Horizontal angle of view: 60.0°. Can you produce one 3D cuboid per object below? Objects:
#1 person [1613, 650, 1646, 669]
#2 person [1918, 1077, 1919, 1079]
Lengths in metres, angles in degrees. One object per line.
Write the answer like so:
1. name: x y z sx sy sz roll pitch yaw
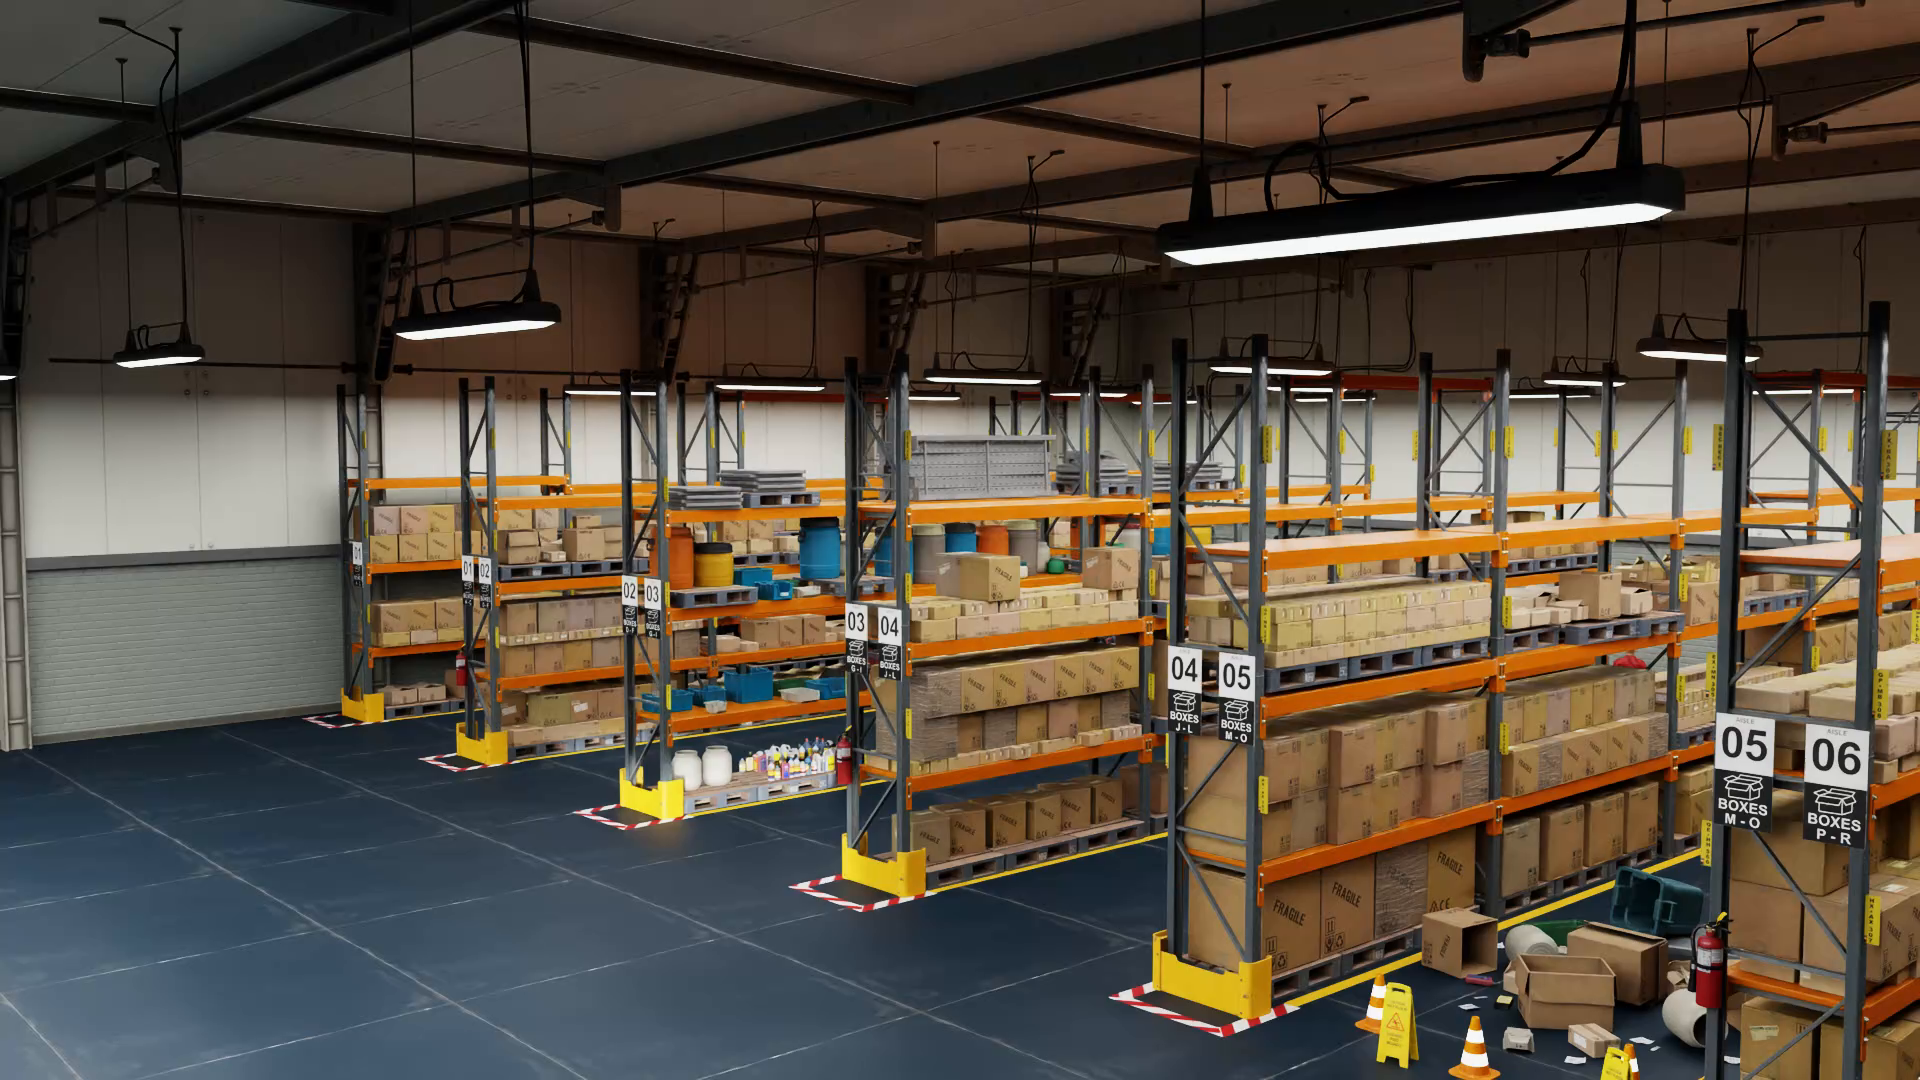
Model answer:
1. person: 10.853 2.544 27.013 0.580 1.755 0.413 1 4 19
2. person: 5.940 3.687 9.993 0.822 1.635 0.563 0 4 -4
